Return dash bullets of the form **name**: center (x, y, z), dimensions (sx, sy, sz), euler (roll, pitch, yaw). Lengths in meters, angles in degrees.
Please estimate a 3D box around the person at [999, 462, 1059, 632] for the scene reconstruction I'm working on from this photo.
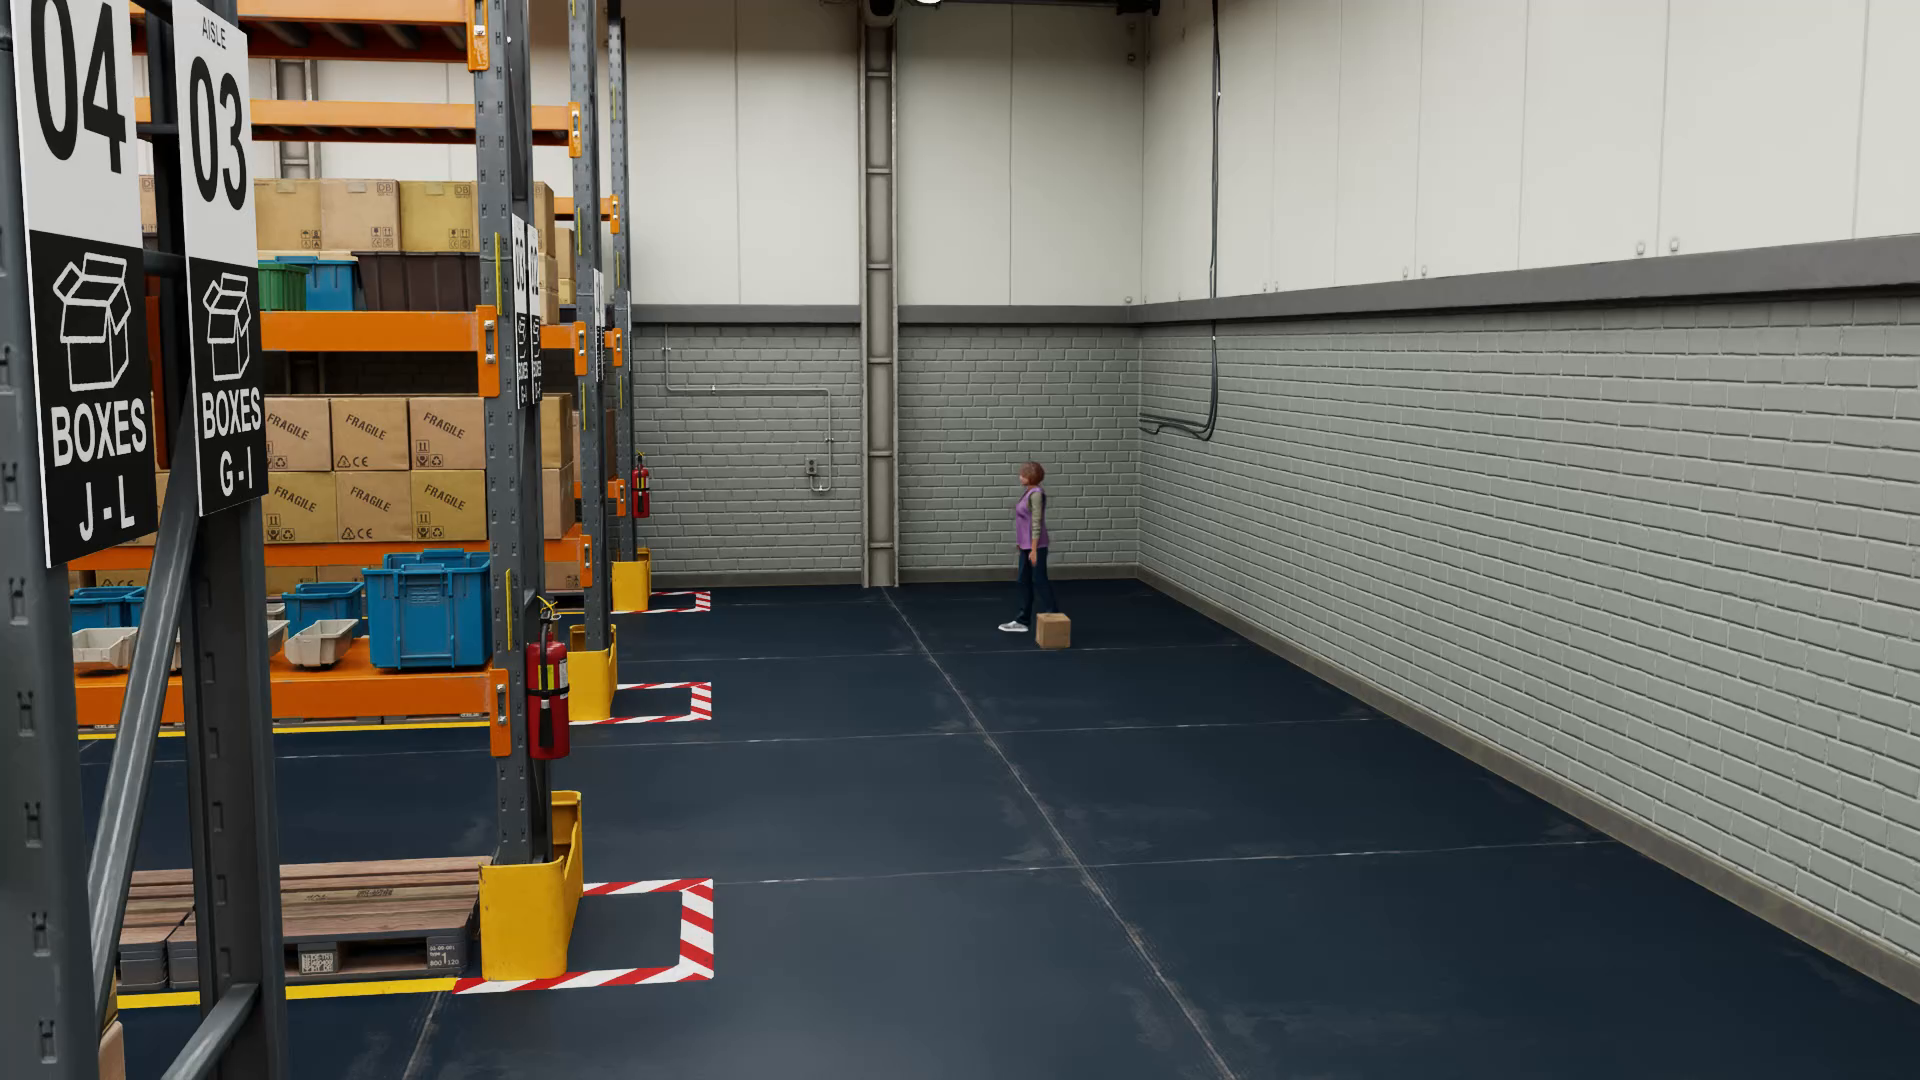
- **person**: center (0.641, 0.075, 15.276), dimensions (0.528, 1.580, 0.572), euler (-1, 7, -9)
